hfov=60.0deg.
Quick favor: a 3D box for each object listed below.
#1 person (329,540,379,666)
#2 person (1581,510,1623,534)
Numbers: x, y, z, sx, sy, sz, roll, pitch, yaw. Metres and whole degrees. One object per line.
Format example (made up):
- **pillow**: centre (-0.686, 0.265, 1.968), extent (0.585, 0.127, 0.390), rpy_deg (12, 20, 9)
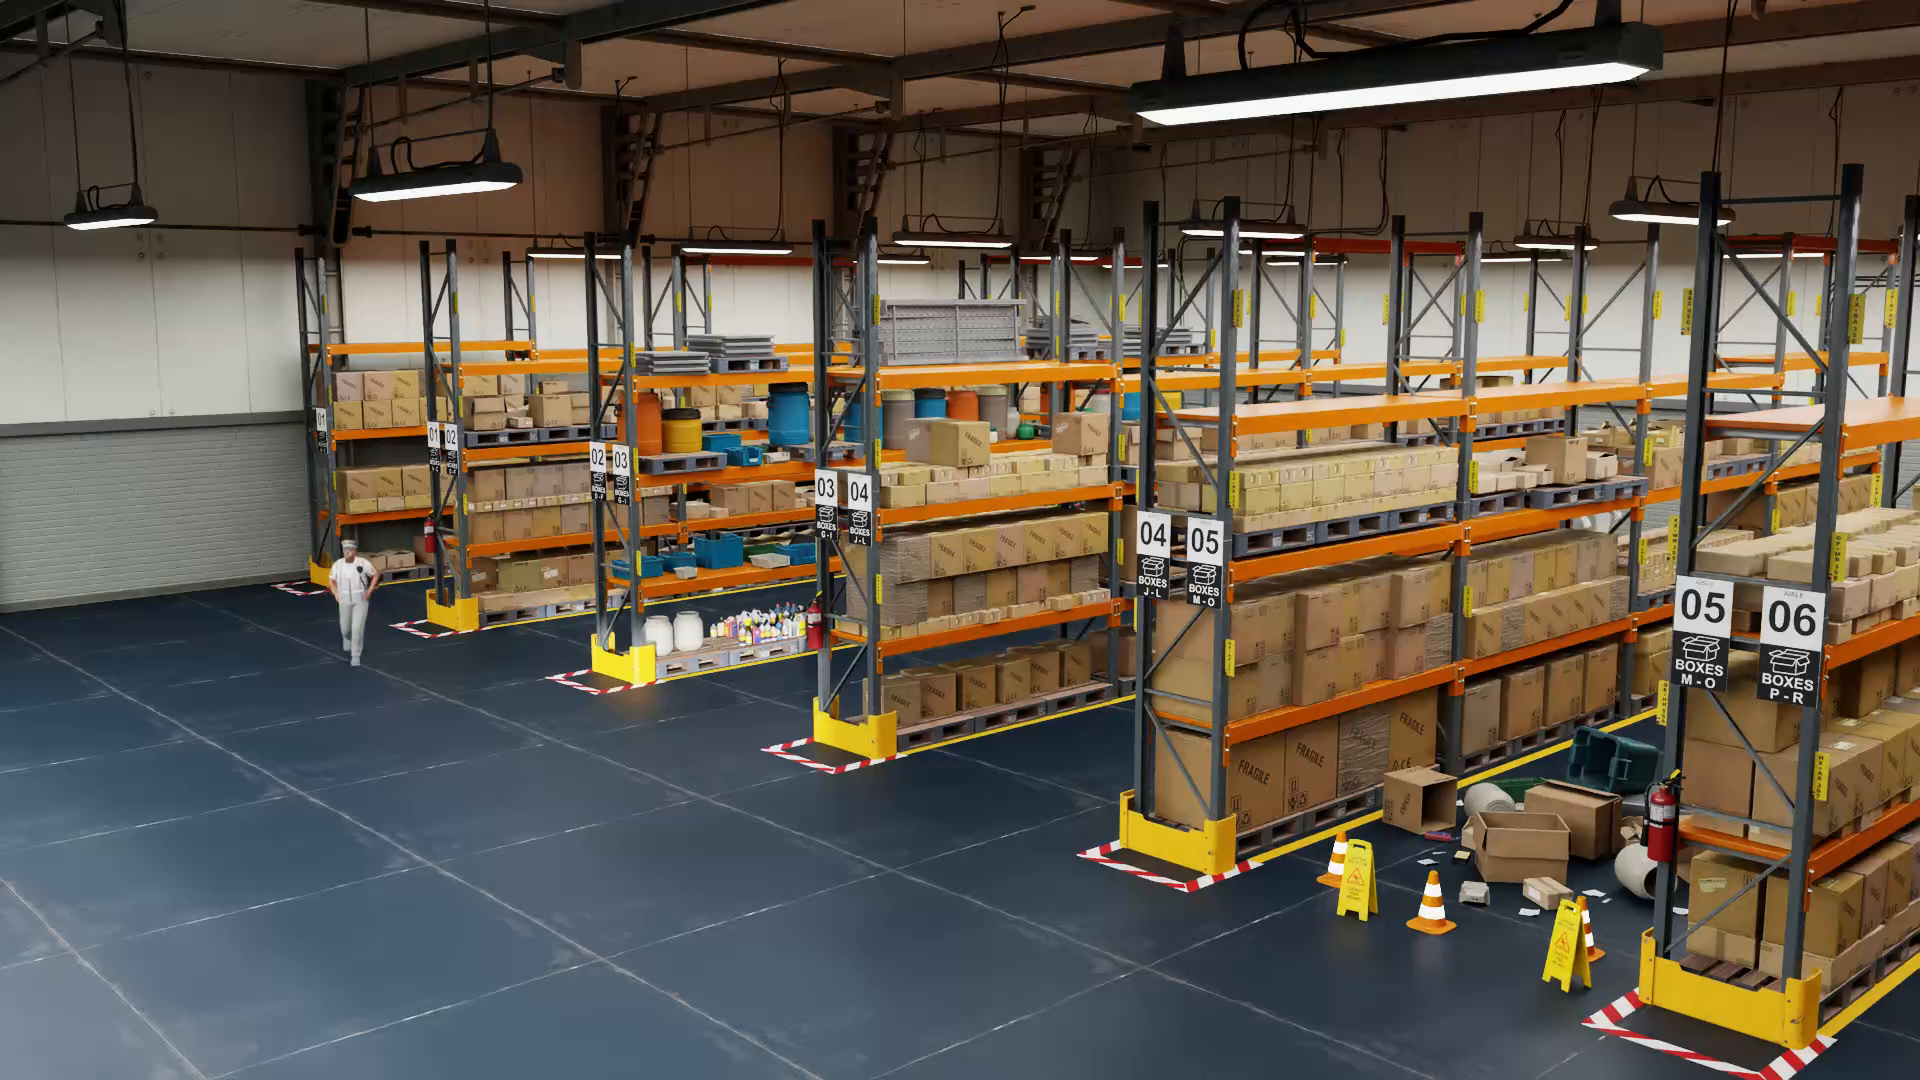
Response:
- **person**: centre (-8.608, 0.853, 23.647), extent (0.668, 1.777, 0.771), rpy_deg (-2, 9, -11)
- **person**: centre (11.540, -0.078, 29.811), extent (0.803, 1.813, 0.928), rpy_deg (-4, 9, -25)
